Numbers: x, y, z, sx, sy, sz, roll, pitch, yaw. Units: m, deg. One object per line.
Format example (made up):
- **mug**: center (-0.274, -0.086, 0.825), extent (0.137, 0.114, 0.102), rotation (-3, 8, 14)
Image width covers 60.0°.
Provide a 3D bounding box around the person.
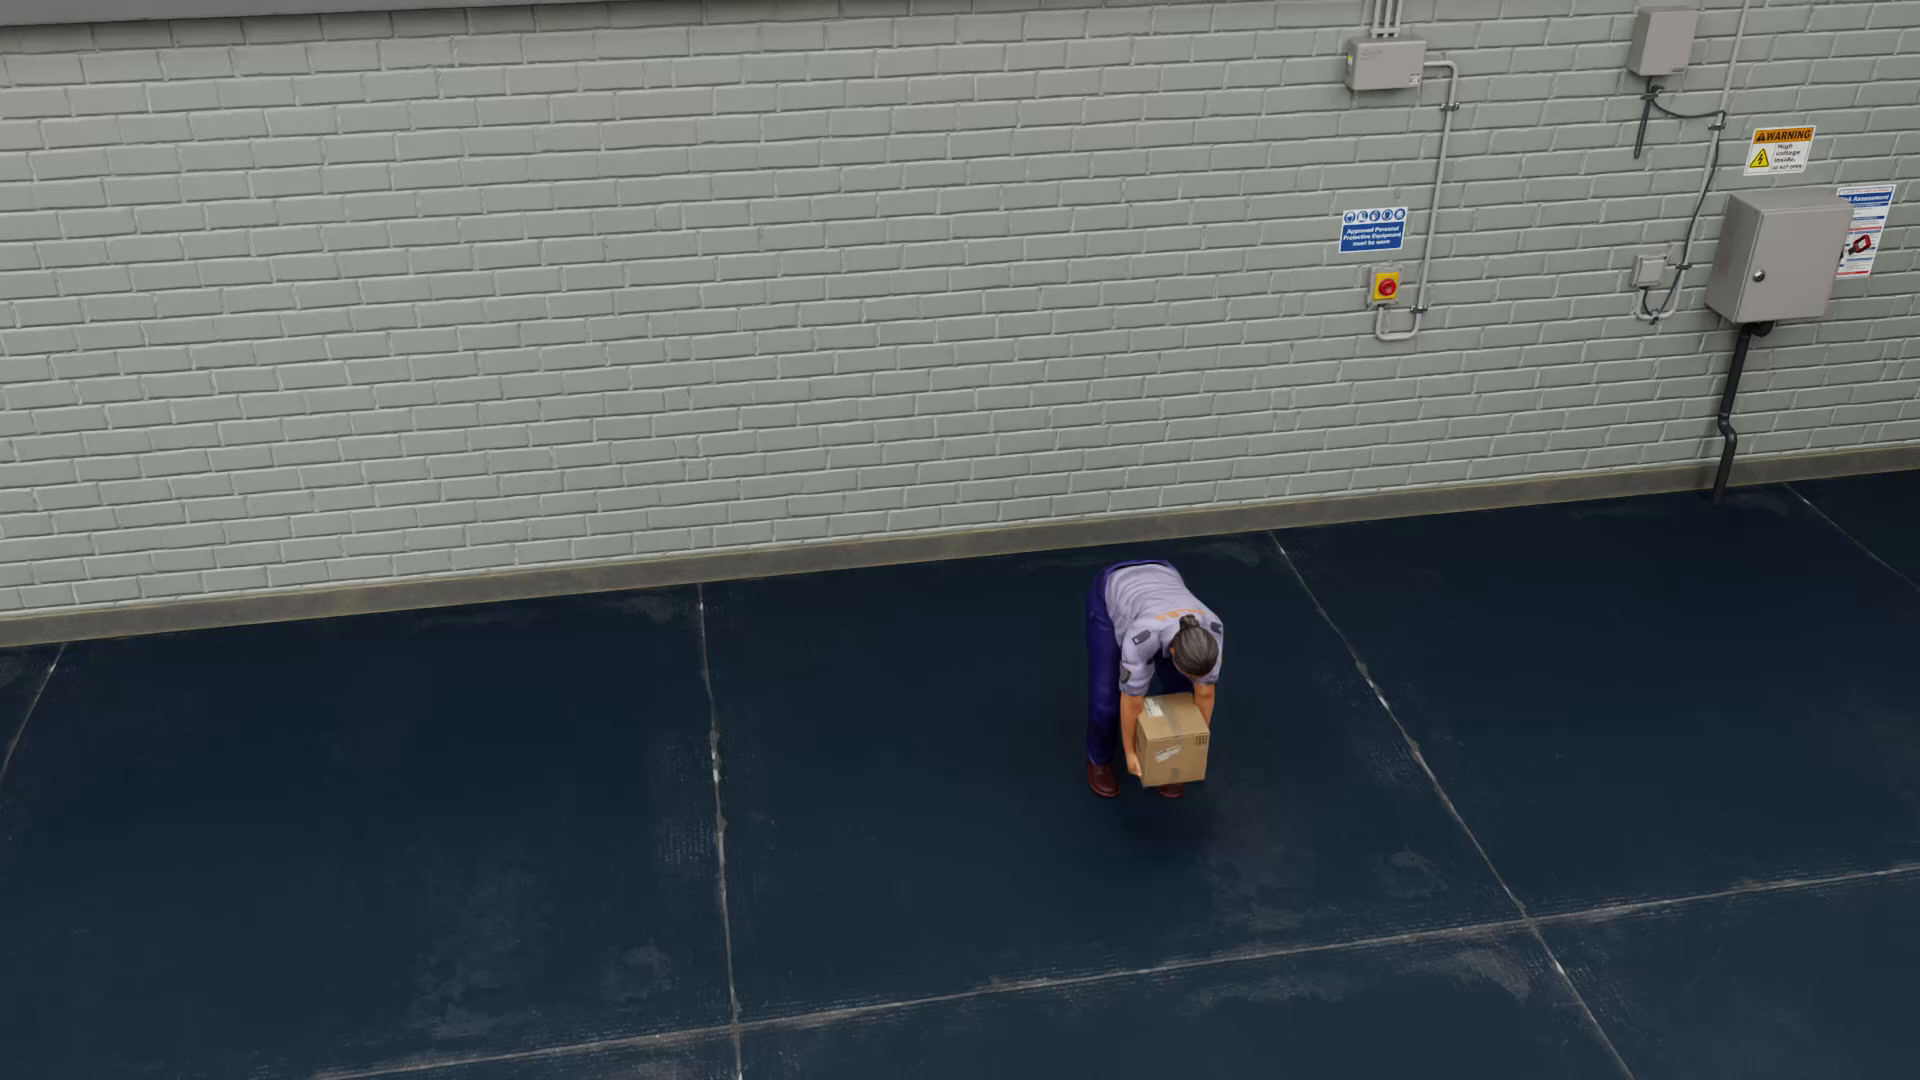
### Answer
- **person**: center (0.774, 0.622, 6.635), extent (0.459, 1.111, 0.898), rotation (-6, 31, -10)
